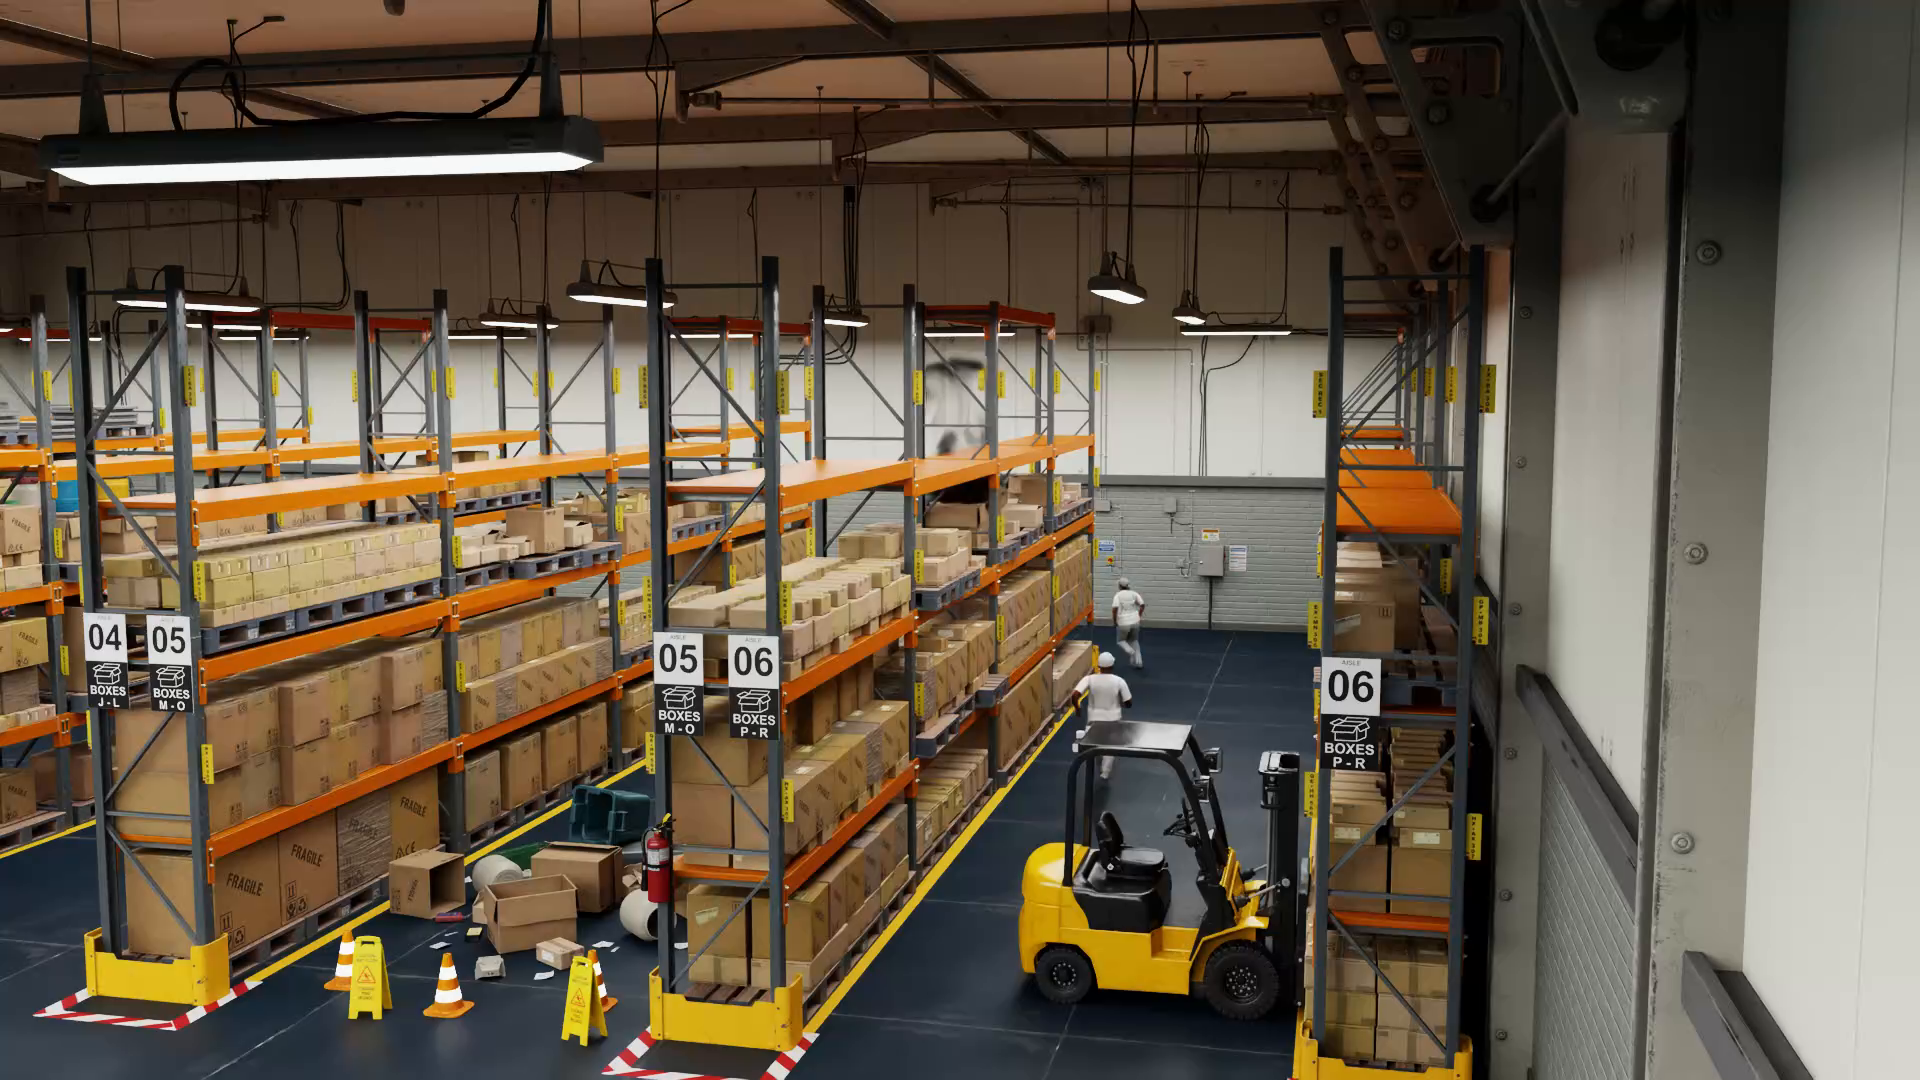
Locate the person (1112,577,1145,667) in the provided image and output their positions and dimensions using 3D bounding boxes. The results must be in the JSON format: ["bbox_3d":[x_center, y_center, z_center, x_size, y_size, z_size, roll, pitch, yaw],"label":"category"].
[{"bbox_3d":[2.896,1.450,28.980,0.655,1.608,0.526,-2,6,-19],"label":"person"}]

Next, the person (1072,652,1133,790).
[{"bbox_3d":[1.767,2.218,20.391,0.715,1.727,1.048,1,6,14],"label":"person"}]
